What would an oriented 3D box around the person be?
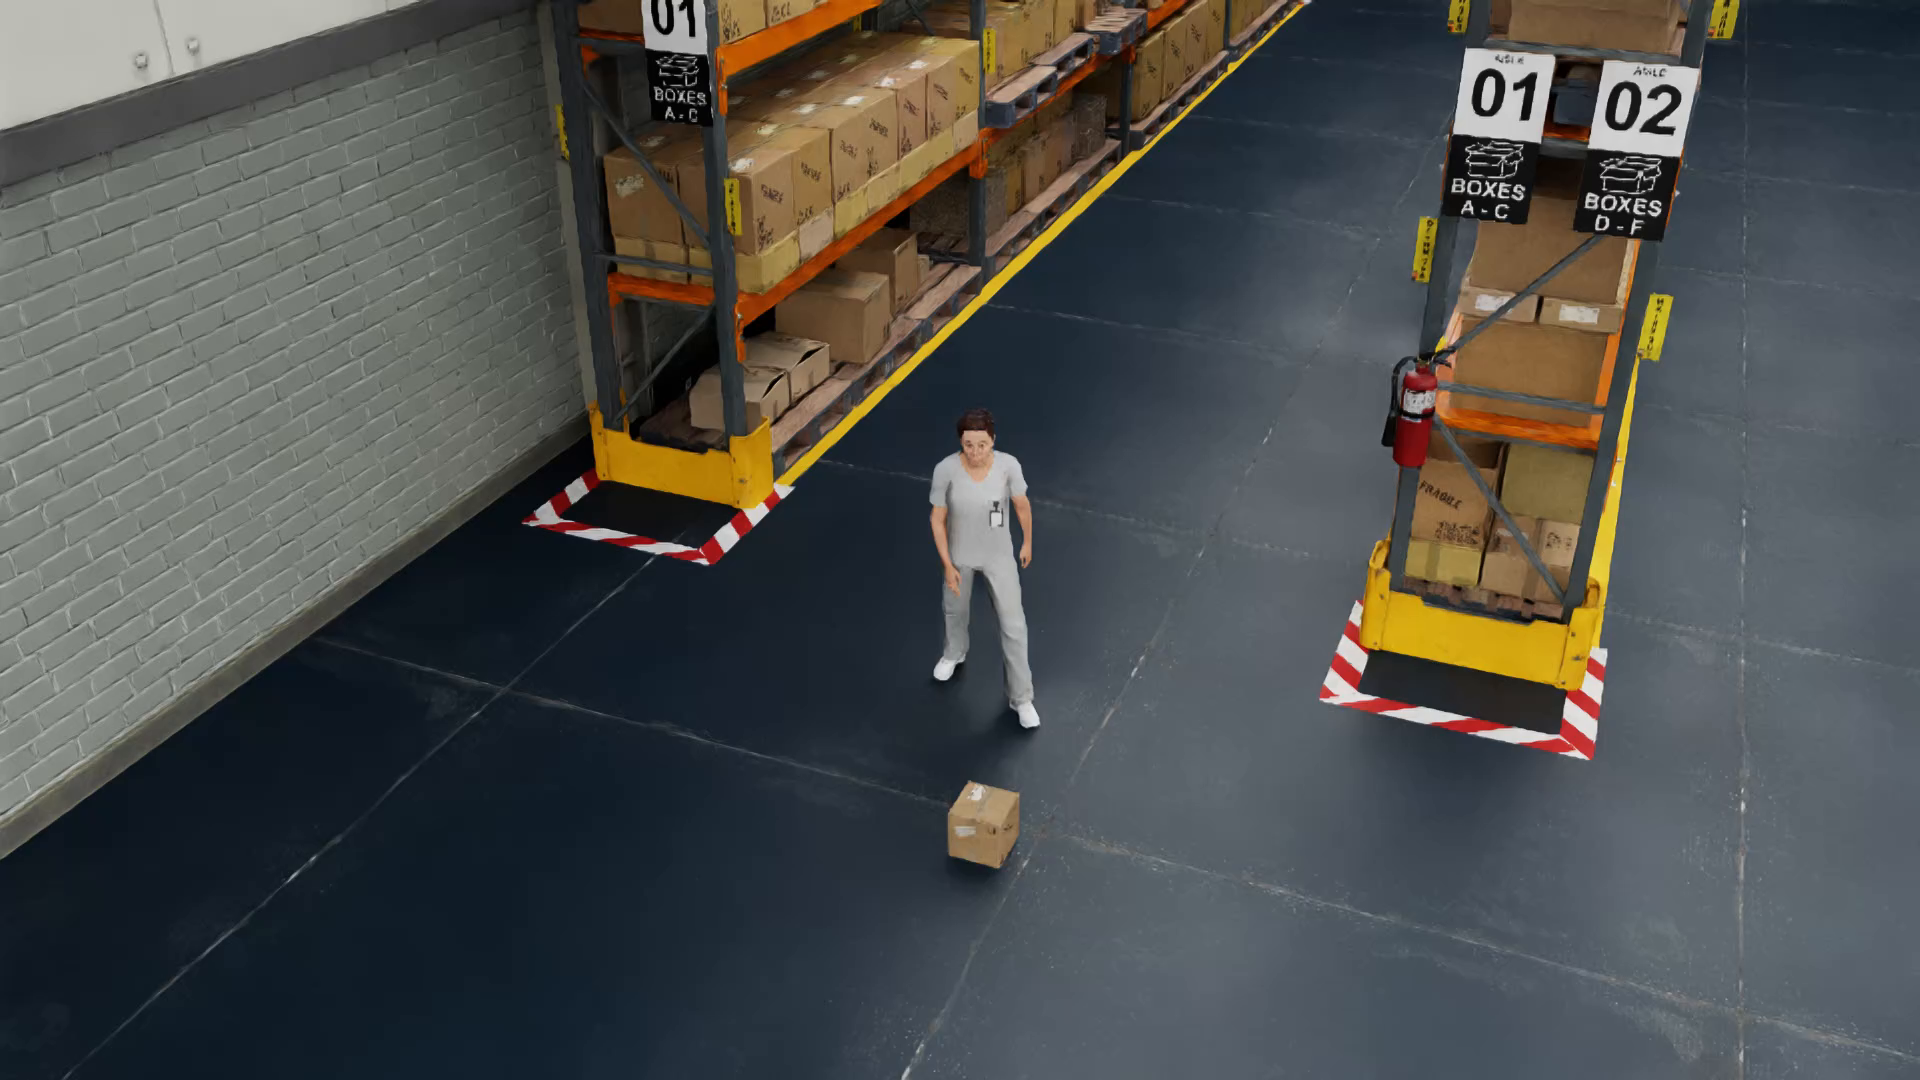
[{"bbox_3d":[0.126,0.081,8.265,0.559,1.640,0.721,0,30,0],"label":"person"}]
